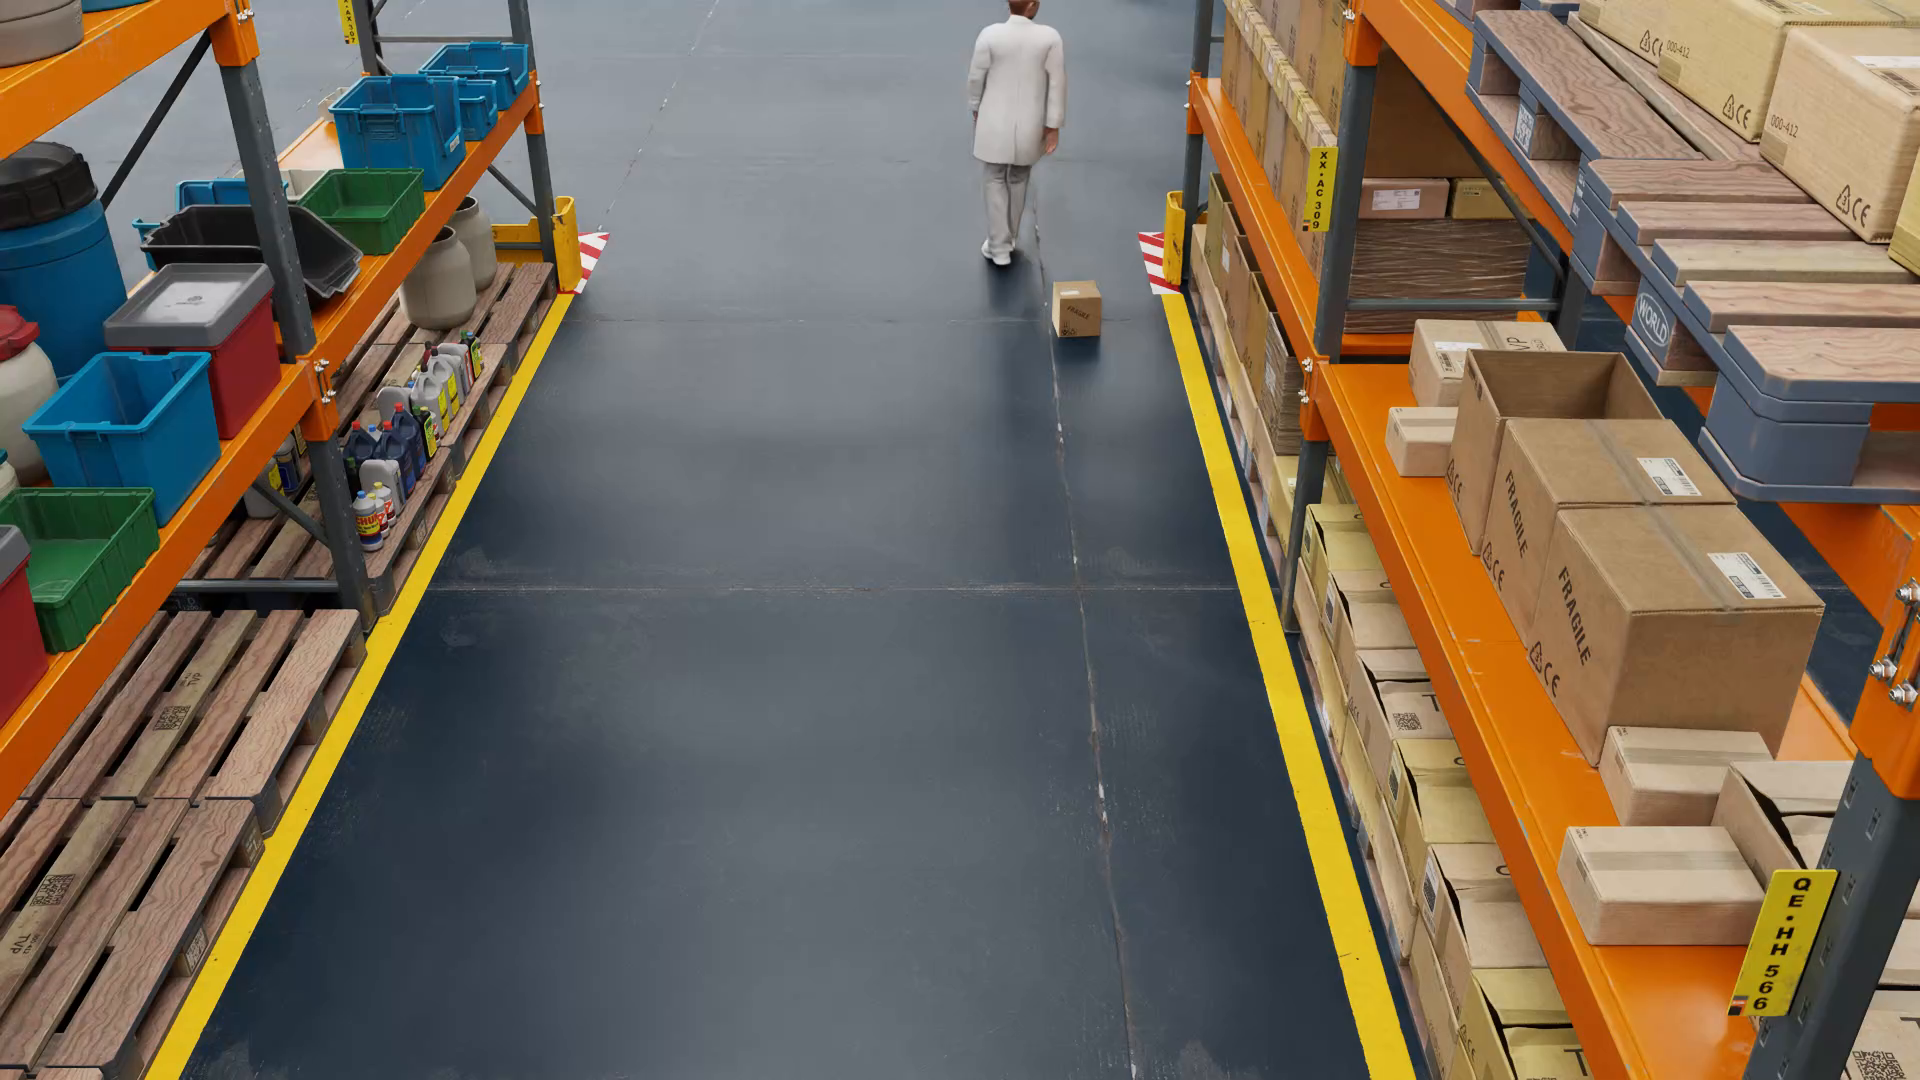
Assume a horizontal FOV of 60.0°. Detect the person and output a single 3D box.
[{"bbox_3d":[0.341,-2.605,10.556,0.597,1.703,0.648,-3,31,-6],"label":"person"}]
